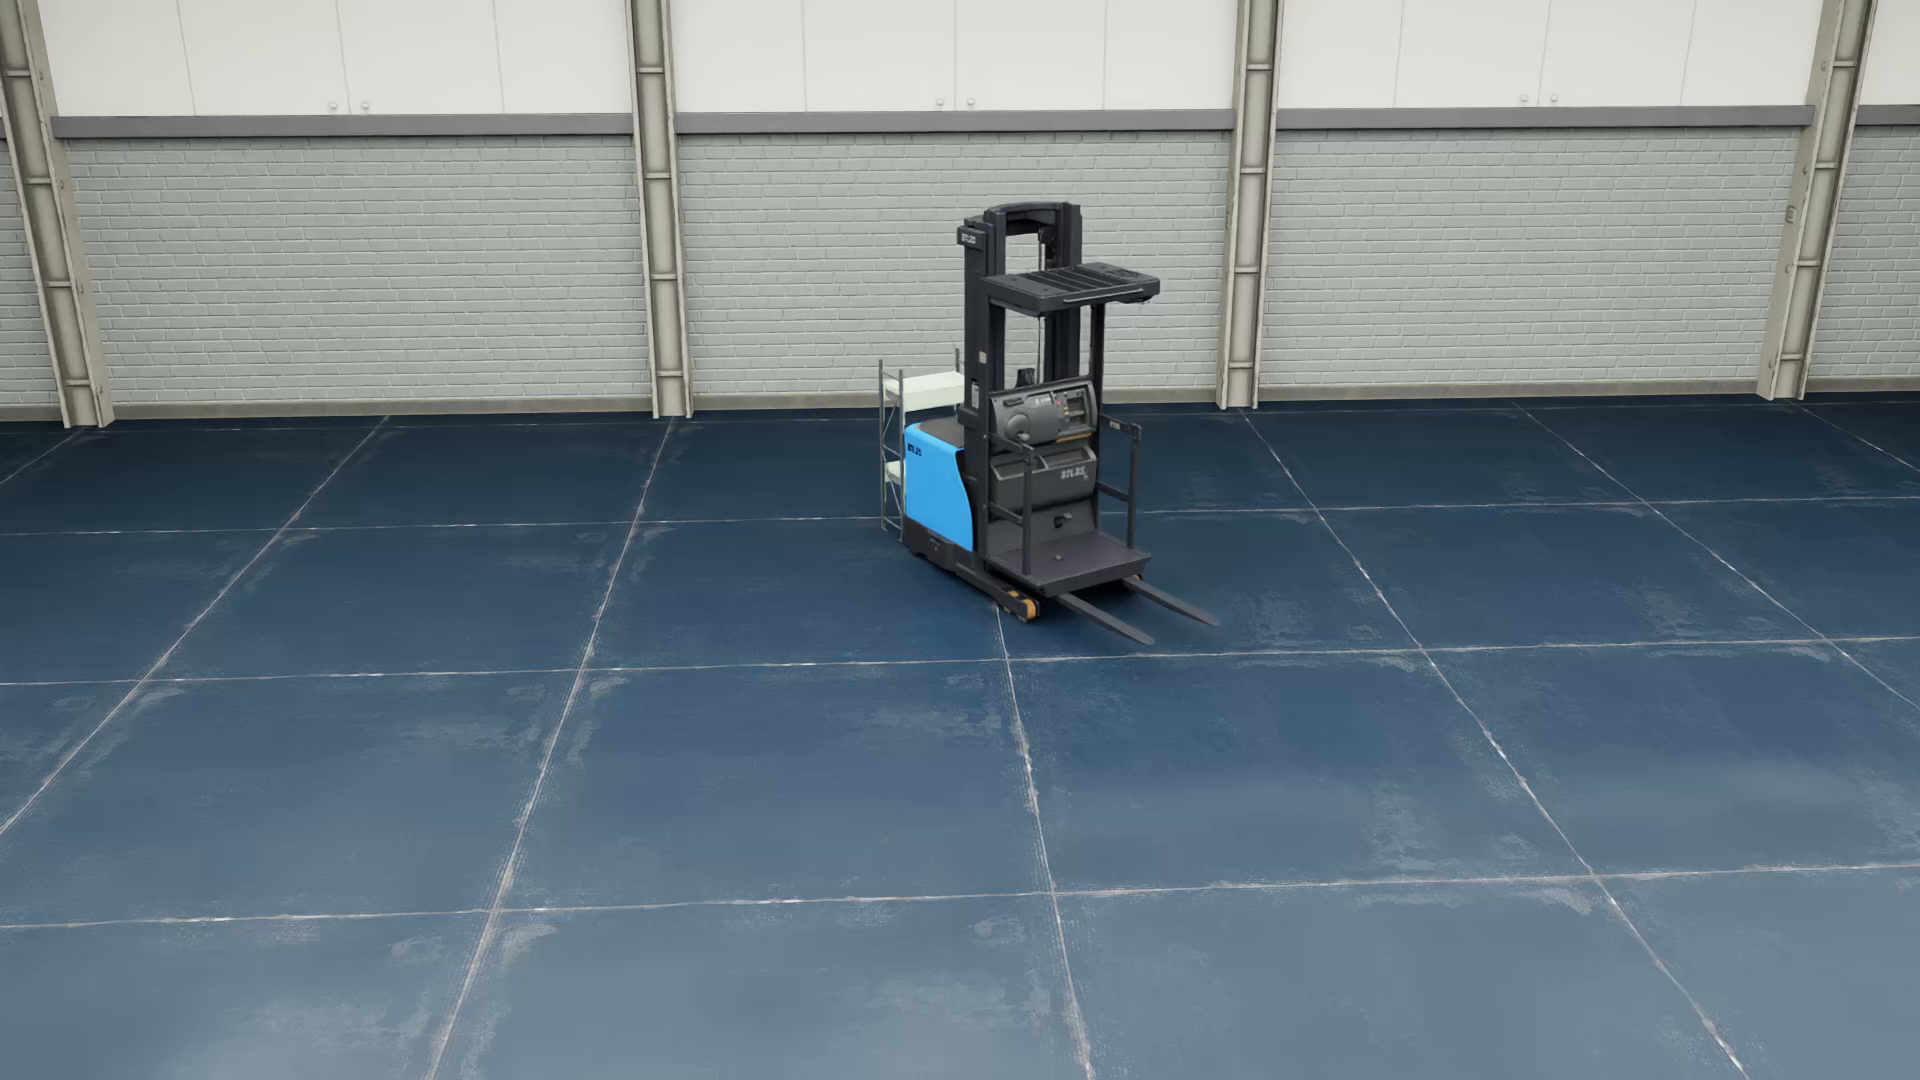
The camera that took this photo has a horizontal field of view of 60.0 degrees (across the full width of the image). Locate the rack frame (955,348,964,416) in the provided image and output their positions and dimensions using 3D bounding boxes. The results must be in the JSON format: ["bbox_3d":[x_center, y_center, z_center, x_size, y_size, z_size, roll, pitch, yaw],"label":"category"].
[{"bbox_3d":[0.068,-0.870,14.229,0.023,1.500,0.400,-11,24,-28],"label":"rack frame"}]

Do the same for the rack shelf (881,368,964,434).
[{"bbox_3d":[-0.251,-1.170,13.921,0.720,0.370,0.431,-11,24,-28],"label":"rack shelf"}]

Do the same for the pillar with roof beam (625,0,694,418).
[{"bbox_3d":[-2.776,-4.009,11.934,0.400,9.000,9.100,-1,21,-3],"label":"pillar with roof beam"}]

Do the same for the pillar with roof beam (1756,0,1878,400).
[{"bbox_3d":[9.204,-4.252,12.574,0.400,9.000,9.100,-1,21,-3],"label":"pillar with roof beam"}]

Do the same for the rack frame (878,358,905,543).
[{"bbox_3d":[-0.569,-0.741,13.891,0.023,1.500,0.400,-11,24,-28],"label":"rack frame"}]

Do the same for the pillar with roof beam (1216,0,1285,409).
[{"bbox_3d":[3.214,-4.130,12.254,0.400,9.000,9.100,-1,21,-3],"label":"pillar with roof beam"}]

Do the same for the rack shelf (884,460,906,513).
[{"bbox_3d":[-0.251,-0.501,14.176,0.720,0.370,0.431,-11,24,-28],"label":"rack shelf"}]

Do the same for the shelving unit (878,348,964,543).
[{"bbox_3d":[-0.251,-0.805,14.060,0.755,1.500,0.431,-11,24,-28],"label":"shelving unit"}]

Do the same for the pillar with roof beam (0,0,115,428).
[{"bbox_3d":[-8.766,-3.887,11.614,0.400,9.000,9.100,-1,21,-3],"label":"pillar with roof beam"}]

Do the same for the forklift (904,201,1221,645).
[{"bbox_3d":[0.761,-0.953,12.436,1.130,2.935,3.031,-13,24,-31],"label":"forklift"}]
